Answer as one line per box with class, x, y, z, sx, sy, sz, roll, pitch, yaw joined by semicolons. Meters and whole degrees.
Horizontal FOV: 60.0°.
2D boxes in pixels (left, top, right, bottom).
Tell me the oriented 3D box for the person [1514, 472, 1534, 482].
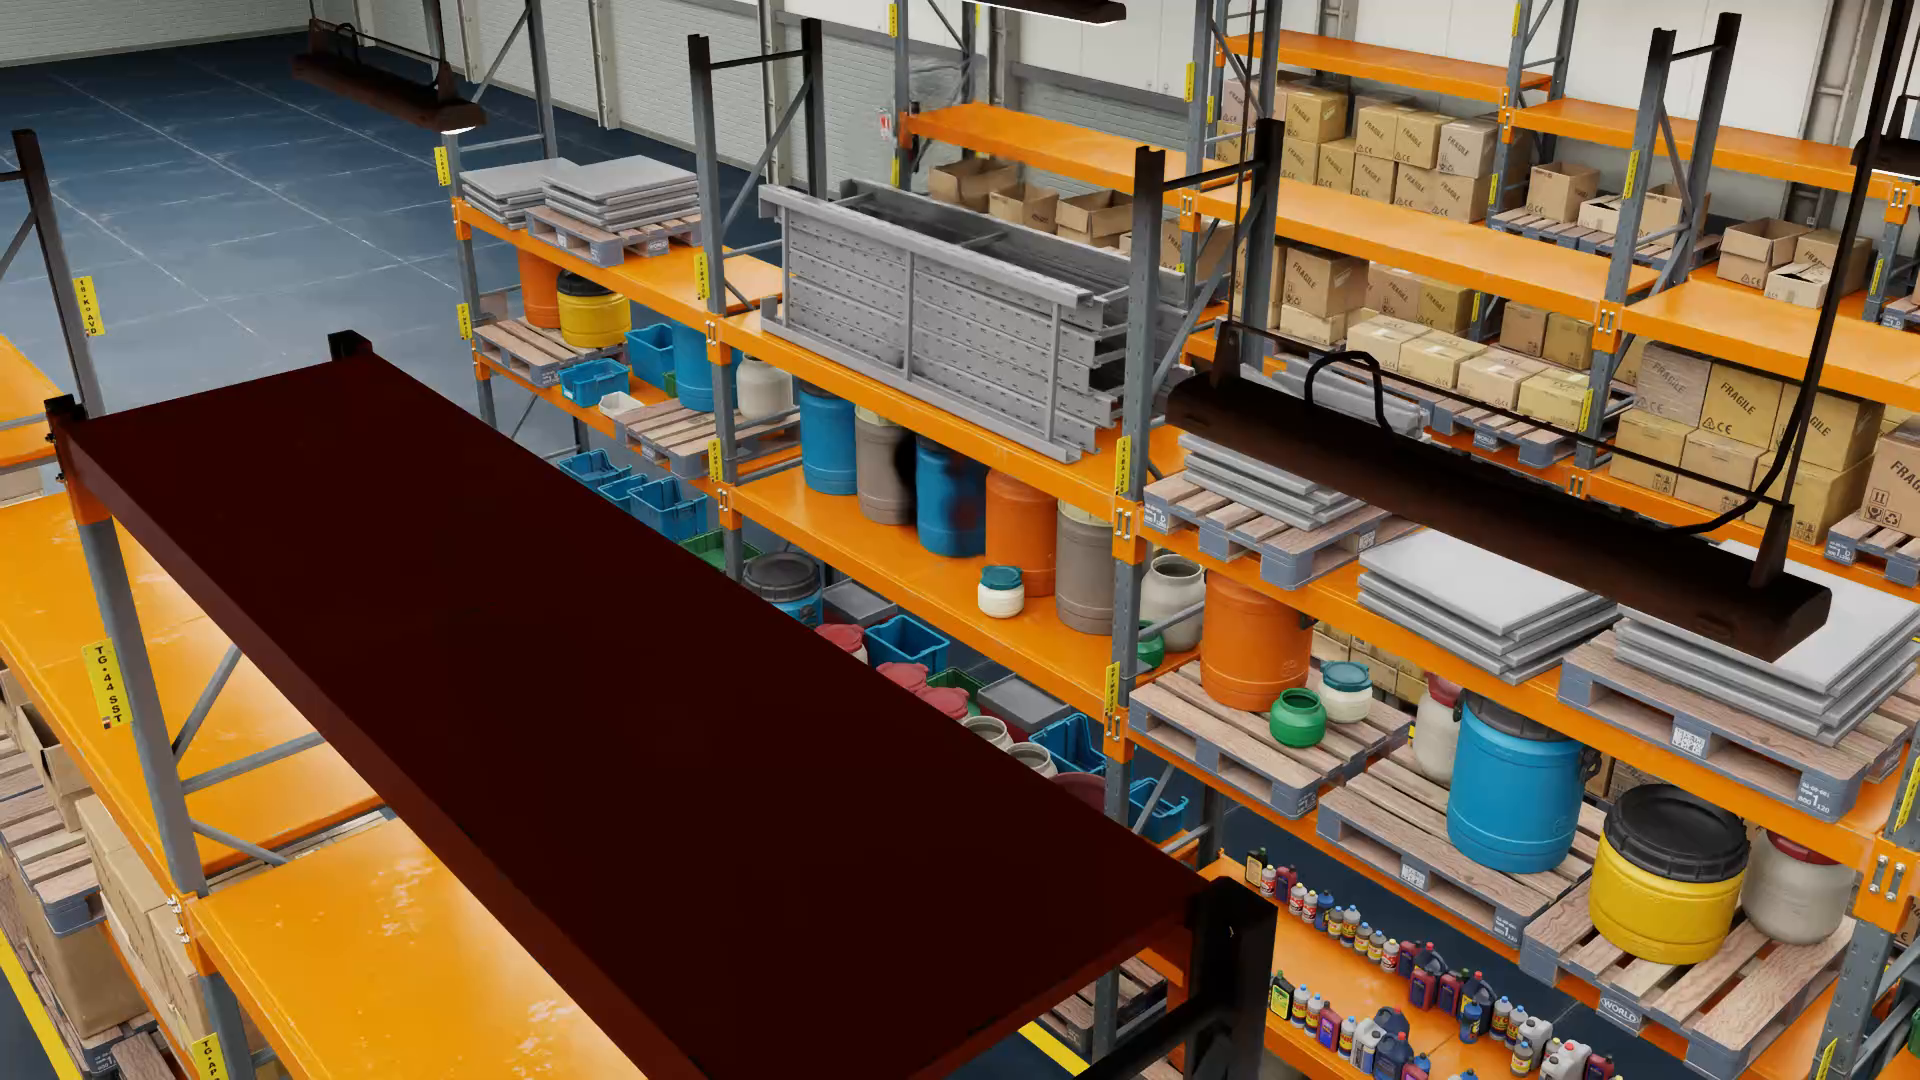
person;5.125;0.079;15.660;0.519;1.582;0.615;-23;35;-38
